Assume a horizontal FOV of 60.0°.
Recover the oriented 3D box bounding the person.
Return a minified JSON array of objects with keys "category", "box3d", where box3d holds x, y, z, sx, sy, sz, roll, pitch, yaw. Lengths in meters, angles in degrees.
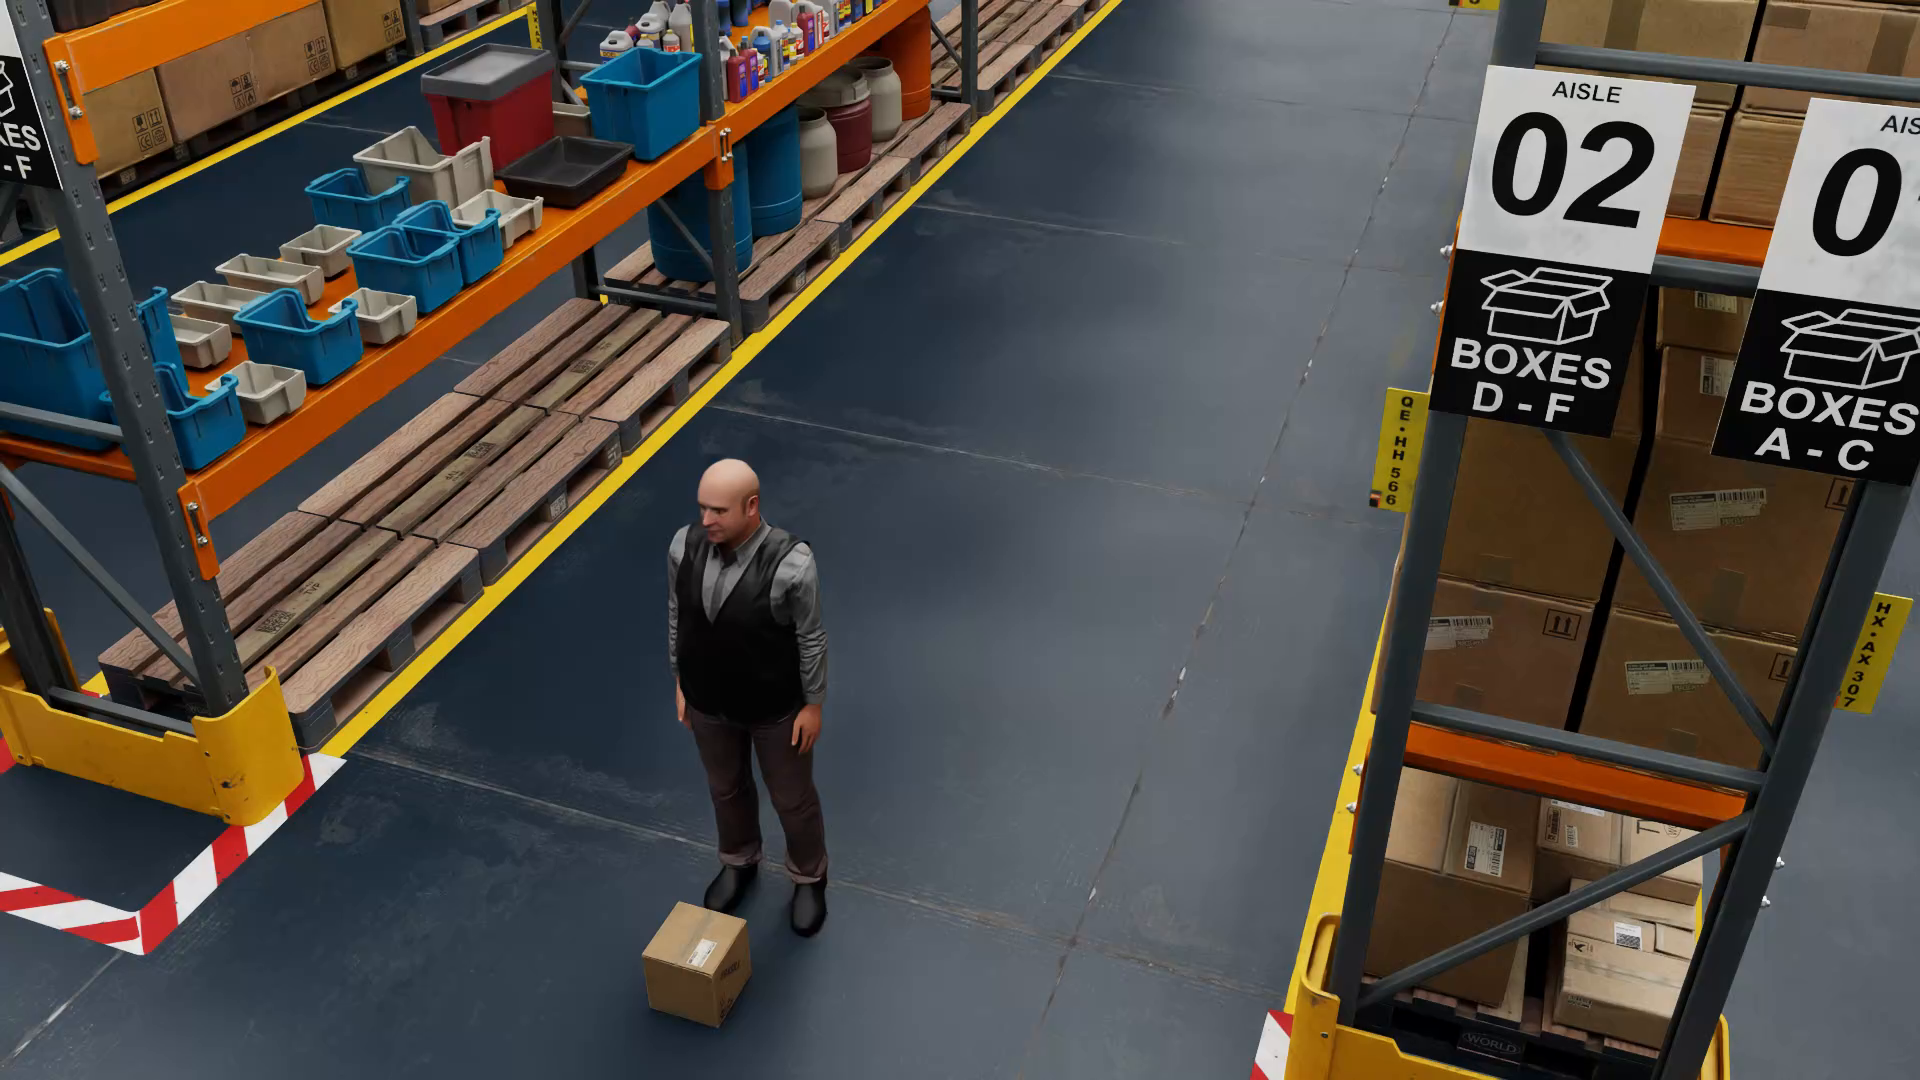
[{"category":"person","box3d":[-0.684,0.517,5.372,0.550,1.738,0.360,12,35,18]}]
